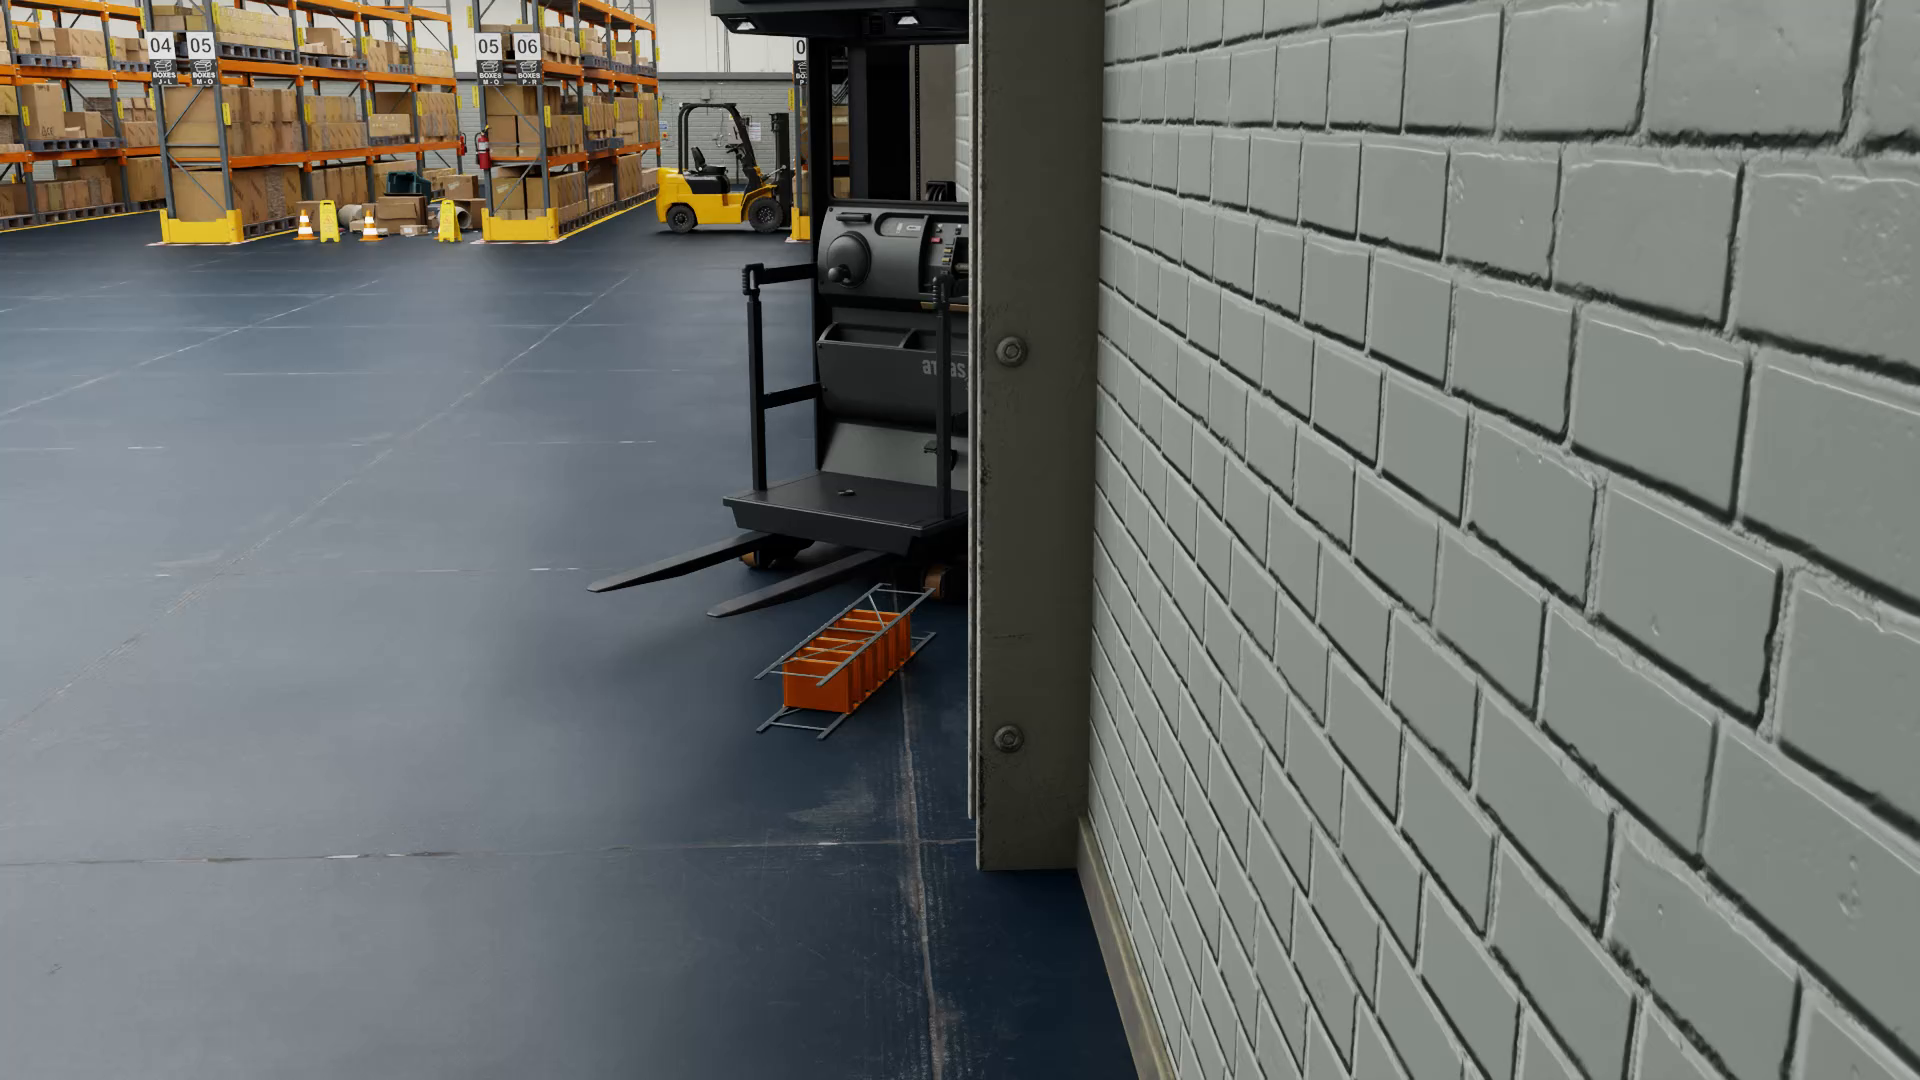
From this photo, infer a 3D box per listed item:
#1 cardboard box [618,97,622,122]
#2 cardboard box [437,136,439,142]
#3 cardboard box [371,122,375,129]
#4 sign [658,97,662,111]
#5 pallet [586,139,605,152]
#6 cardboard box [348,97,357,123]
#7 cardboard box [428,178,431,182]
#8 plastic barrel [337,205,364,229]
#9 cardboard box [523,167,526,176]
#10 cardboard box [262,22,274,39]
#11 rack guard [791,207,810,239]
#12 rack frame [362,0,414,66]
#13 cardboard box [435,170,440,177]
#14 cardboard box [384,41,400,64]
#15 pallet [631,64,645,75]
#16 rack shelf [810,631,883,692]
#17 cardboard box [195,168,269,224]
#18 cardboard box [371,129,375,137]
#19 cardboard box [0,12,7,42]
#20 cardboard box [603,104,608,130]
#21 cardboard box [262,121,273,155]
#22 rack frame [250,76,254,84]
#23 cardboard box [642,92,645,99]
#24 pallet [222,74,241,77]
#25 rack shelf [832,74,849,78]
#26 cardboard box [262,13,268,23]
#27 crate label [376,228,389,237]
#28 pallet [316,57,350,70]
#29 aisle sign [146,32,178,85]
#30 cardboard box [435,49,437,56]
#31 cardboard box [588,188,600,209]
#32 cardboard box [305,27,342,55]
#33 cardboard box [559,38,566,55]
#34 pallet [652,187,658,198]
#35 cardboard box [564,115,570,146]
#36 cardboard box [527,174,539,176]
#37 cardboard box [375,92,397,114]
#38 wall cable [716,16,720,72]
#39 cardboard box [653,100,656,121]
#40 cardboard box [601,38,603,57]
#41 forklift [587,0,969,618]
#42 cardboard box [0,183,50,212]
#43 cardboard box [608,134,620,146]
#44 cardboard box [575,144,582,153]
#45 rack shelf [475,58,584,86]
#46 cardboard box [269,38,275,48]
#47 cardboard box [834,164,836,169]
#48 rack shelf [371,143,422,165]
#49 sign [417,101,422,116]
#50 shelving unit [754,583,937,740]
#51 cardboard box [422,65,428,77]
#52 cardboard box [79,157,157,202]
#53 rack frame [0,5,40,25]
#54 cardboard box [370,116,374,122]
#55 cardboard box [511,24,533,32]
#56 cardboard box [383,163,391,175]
[{"bbox_3d":[-7.430,-9.080,35.091,0.500,0.500,0.500,-1,14,-3],"label":"cardboard box"},{"bbox_3d":[-12.706,-9.600,39.823,0.380,0.149,0.250,-1,14,-2],"label":"cardboard box"},{"bbox_3d":[-12.385,-8.613,34.547,0.380,0.149,0.250,0,14,-1],"label":"cardboard box"},{"bbox_3d":[-7.556,-10.968,41.836,0.100,0.325,0.005,-1,14,-3],"label":"sign"},{"bbox_3d":[-7.257,-7.403,31.163,1.003,0.211,1.213,-1,14,-3],"label":"pallet"},{"bbox_3d":[-12.519,-8.617,33.292,0.700,0.500,0.500,-1,14,-4],"label":"cardboard box"},{"bbox_3d":[-12.658,-8.442,39.099,0.380,0.149,0.250,-2,15,-6],"label":"cardboard box"},{"bbox_3d":[-10.688,-5.696,29.313,0.512,0.421,0.421,10,18,35],"label":"plastic barrel"},{"bbox_3d":[-7.519,-6.206,27.994,0.380,0.149,0.250,-1,14,-3],"label":"cardboard box"},{"bbox_3d":[-11.942,-8.609,28.107,0.500,0.250,0.500,-1,14,-4],"label":"cardboard box"},{"bbox_3d":[-2.152,-5.170,27.115,1.175,0.500,0.348,-1,14,-3],"label":"rack guard"},{"bbox_3d":[-12.785,-12.097,36.982,1.000,3.000,0.127,-1,14,-3],"label":"rack frame"},{"bbox_3d":[-12.671,-8.780,39.816,0.380,0.149,0.250,-1,14,-3],"label":"cardboard box"},{"bbox_3d":[-12.871,-10.800,36.918,0.700,0.500,0.500,-1,14,-3],"label":"cardboard box"},{"bbox_3d":[-7.891,-10.906,38.553,1.003,0.211,1.213,-1,14,-3],"label":"pallet"},{"bbox_3d":[-0.409,0.432,5.959,0.258,0.180,0.103,4,15,17],"label":"rack shelf"},{"bbox_3d":[-12.206,-5.768,27.845,0.875,0.875,0.875,-1,14,-4],"label":"cardboard box"},{"bbox_3d":[-12.380,-8.459,34.546,0.380,0.149,0.250,0,14,-1],"label":"cardboard box"},{"bbox_3d":[-16.963,-8.930,28.892,0.500,0.500,0.500,-1,14,-5],"label":"cardboard box"},{"bbox_3d":[-7.222,-8.331,32.747,0.500,0.500,0.500,-2,15,-7],"label":"cardboard box"},{"bbox_3d":[-12.149,-6.780,28.057,0.875,0.550,0.500,-1,14,-3],"label":"cardboard box"},{"bbox_3d":[-17.989,-10.135,41.396,1.000,3.000,0.127,-1,14,-3],"label":"rack frame"},{"bbox_3d":[-7.643,-10.478,39.221,0.380,0.149,0.250,-1,14,-5],"label":"cardboard box"},{"bbox_3d":[-17.933,-11.360,40.317,1.003,0.211,1.213,-1,14,-3],"label":"pallet"},{"bbox_3d":[-2.525,-8.983,32.342,1.077,0.370,4.000,-1,14,-3],"label":"rack shelf"},{"bbox_3d":[-11.871,-8.771,27.936,0.380,0.149,0.250,-1,14,-4],"label":"cardboard box"},{"bbox_3d":[-9.619,-5.102,27.581,0.250,0.136,0.298,-9,17,-32],"label":"crate label"},{"bbox_3d":[-12.372,-9.120,31.813,1.003,0.211,1.213,0,14,-1],"label":"pallet"},{"bbox_3d":[-12.336,-7.444,25.720,0.394,0.787,0.004,-1,14,-3],"label":"aisle sign"},{"bbox_3d":[-12.671,-11.604,39.586,0.380,0.149,0.250,-1,14,-2],"label":"cardboard box"},{"bbox_3d":[-7.438,-6.543,31.868,0.950,0.372,0.625,0,14,0],"label":"cardboard box"},{"bbox_3d":[-12.150,-9.521,31.749,0.500,0.500,0.500,-1,14,-3],"label":"cardboard box"},{"bbox_3d":[-6.963,-8.343,28.117,0.500,0.250,0.500,-1,14,-2],"label":"cardboard box"},{"bbox_3d":[-7.898,-8.437,40.394,1.003,0.211,1.213,-1,14,-3],"label":"pallet"},{"bbox_3d":[-6.967,-7.005,28.434,0.500,0.500,0.500,-1,14,-5],"label":"cardboard box"},{"bbox_3d":[-7.477,-5.994,28.473,0.500,0.500,0.500,-1,14,-5],"label":"cardboard box"},{"bbox_3d":[-13.084,-9.981,37.994,0.500,0.500,0.500,-1,14,-5],"label":"cardboard box"},{"bbox_3d":[-7.981,-14.614,46.767,2.355,3.000,0.029,-1,14,-3],"label":"wall cable"},{"bbox_3d":[-7.769,-10.575,40.899,0.500,0.500,0.500,-1,14,-3],"label":"cardboard box"},{"bbox_3d":[-7.854,-10.246,34.765,0.700,0.500,0.500,-2,15,-6],"label":"cardboard box"},{"bbox_3d":[-0.340,-1.288,7.148,1.130,2.935,3.031,9,17,32],"label":"forklift"},{"bbox_3d":[-17.262,-6.306,30.648,0.700,0.500,0.500,-2,15,-8],"label":"cardboard box"},{"bbox_3d":[-7.382,-8.351,34.765,0.500,0.250,0.500,-1,14,-4],"label":"cardboard box"},{"bbox_3d":[-7.008,-7.044,29.890,0.380,0.149,0.250,-1,14,-2],"label":"cardboard box"},{"bbox_3d":[-7.231,-7.910,28.174,1.077,0.370,4.000,-1,14,-3],"label":"rack shelf"},{"bbox_3d":[-11.884,-8.446,28.275,0.380,0.149,0.250,-1,14,-3],"label":"cardboard box"},{"bbox_3d":[-2.988,-8.385,37.467,0.380,0.149,0.250,-1,14,-4],"label":"cardboard box"},{"bbox_3d":[-12.661,-8.346,35.886,1.077,0.370,4.000,-1,14,-3],"label":"rack shelf"},{"bbox_3d":[-12.231,-9.762,37.622,0.100,0.325,0.005,-1,14,-3],"label":"sign"},{"bbox_3d":[-0.386,0.414,6.029,0.258,0.189,1.200,4,15,17],"label":"shelving unit"},{"bbox_3d":[-12.590,-10.815,38.322,0.500,0.250,0.500,-1,14,-4],"label":"cardboard box"},{"bbox_3d":[-17.516,-7.491,34.544,1.225,0.875,0.875,-2,15,-6],"label":"cardboard box"},{"bbox_3d":[-22.933,-12.964,40.352,1.000,3.000,0.127,-1,14,-3],"label":"rack frame"},{"bbox_3d":[-12.391,-8.751,34.486,0.380,0.149,0.250,-1,14,-5],"label":"cardboard box"},{"bbox_3d":[-6.925,-8.117,26.439,0.380,0.149,0.250,-1,14,-4],"label":"cardboard box"},{"bbox_3d":[-12.369,-7.854,35.200,0.500,0.250,0.500,-1,14,-4],"label":"cardboard box"}]
